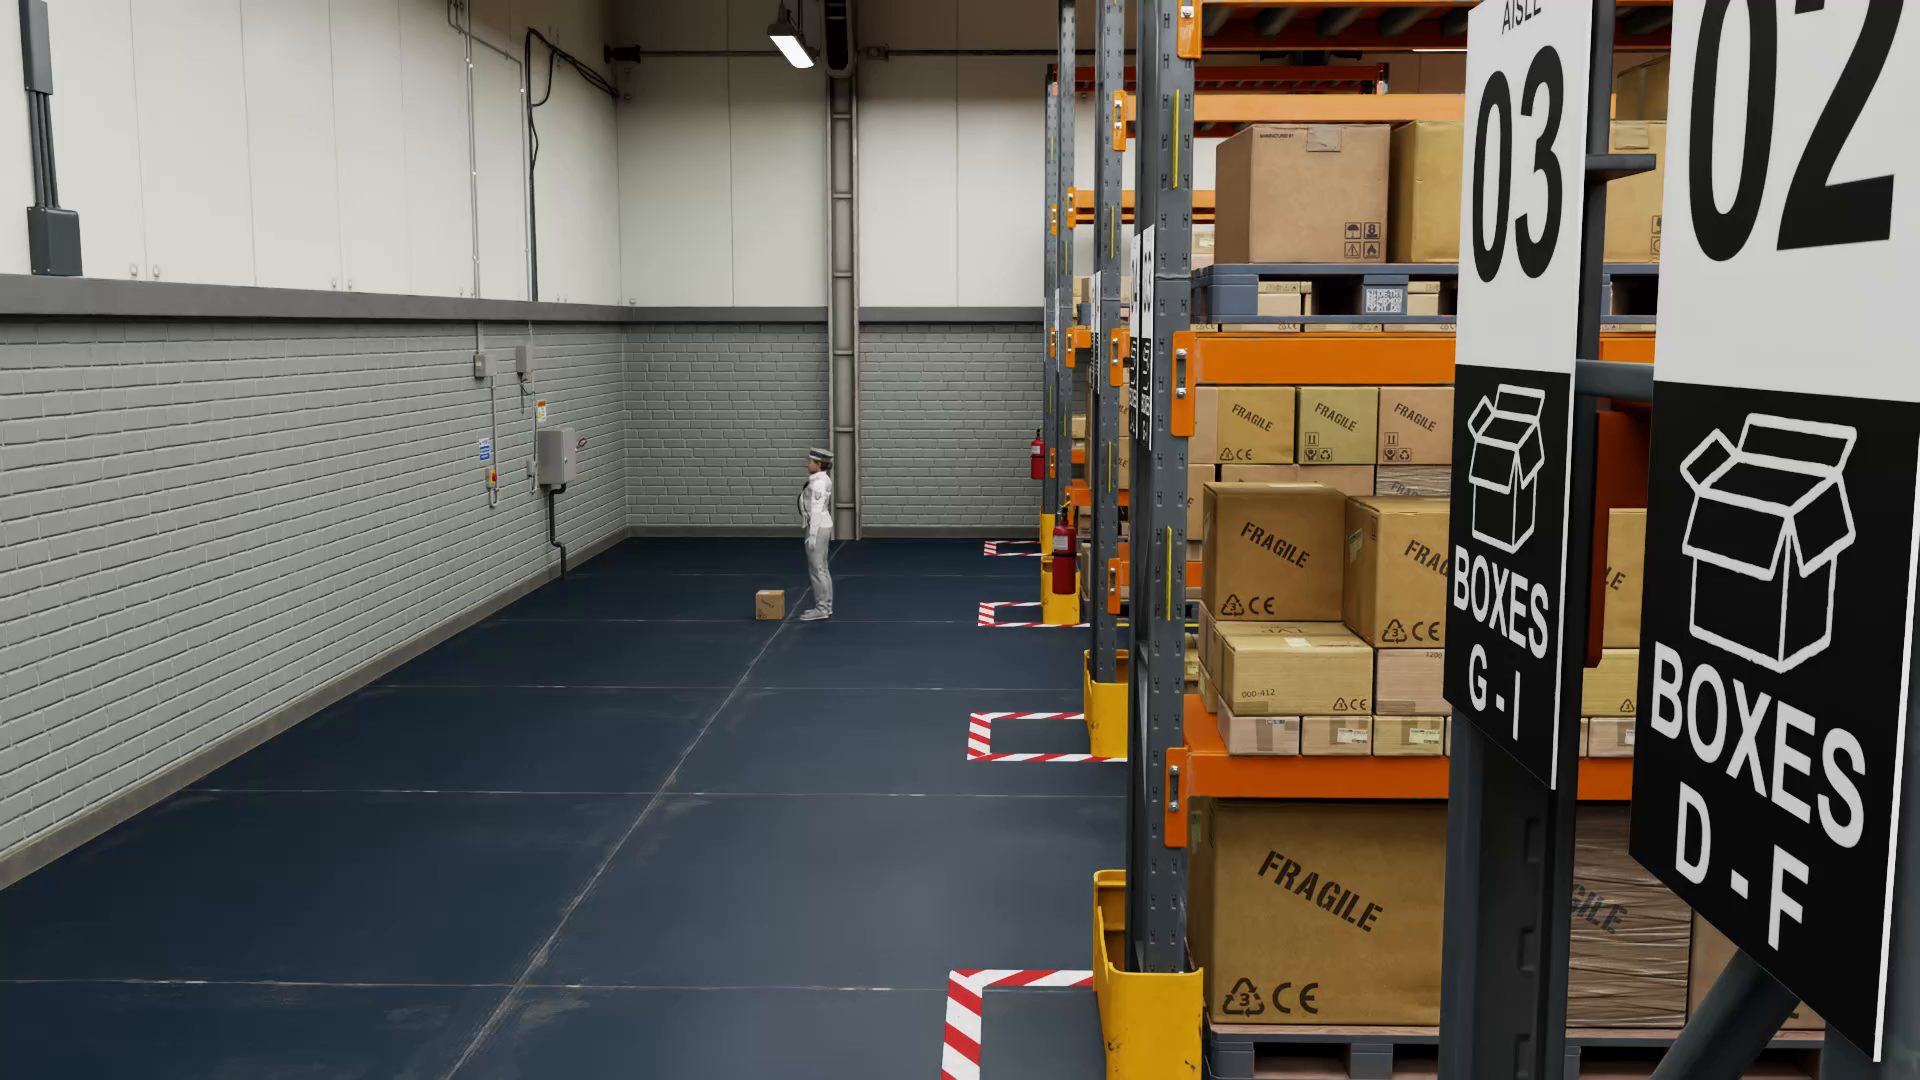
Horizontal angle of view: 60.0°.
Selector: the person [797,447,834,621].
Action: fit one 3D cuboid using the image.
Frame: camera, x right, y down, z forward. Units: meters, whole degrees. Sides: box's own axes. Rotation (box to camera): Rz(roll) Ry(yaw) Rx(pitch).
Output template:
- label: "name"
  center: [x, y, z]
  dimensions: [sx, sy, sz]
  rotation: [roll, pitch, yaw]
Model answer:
- label: "person"
  center: [-1.398, -0.069, 16.232]
  dimensions: [0.347, 1.690, 0.472]
  rotation: [0, 7, 3]
